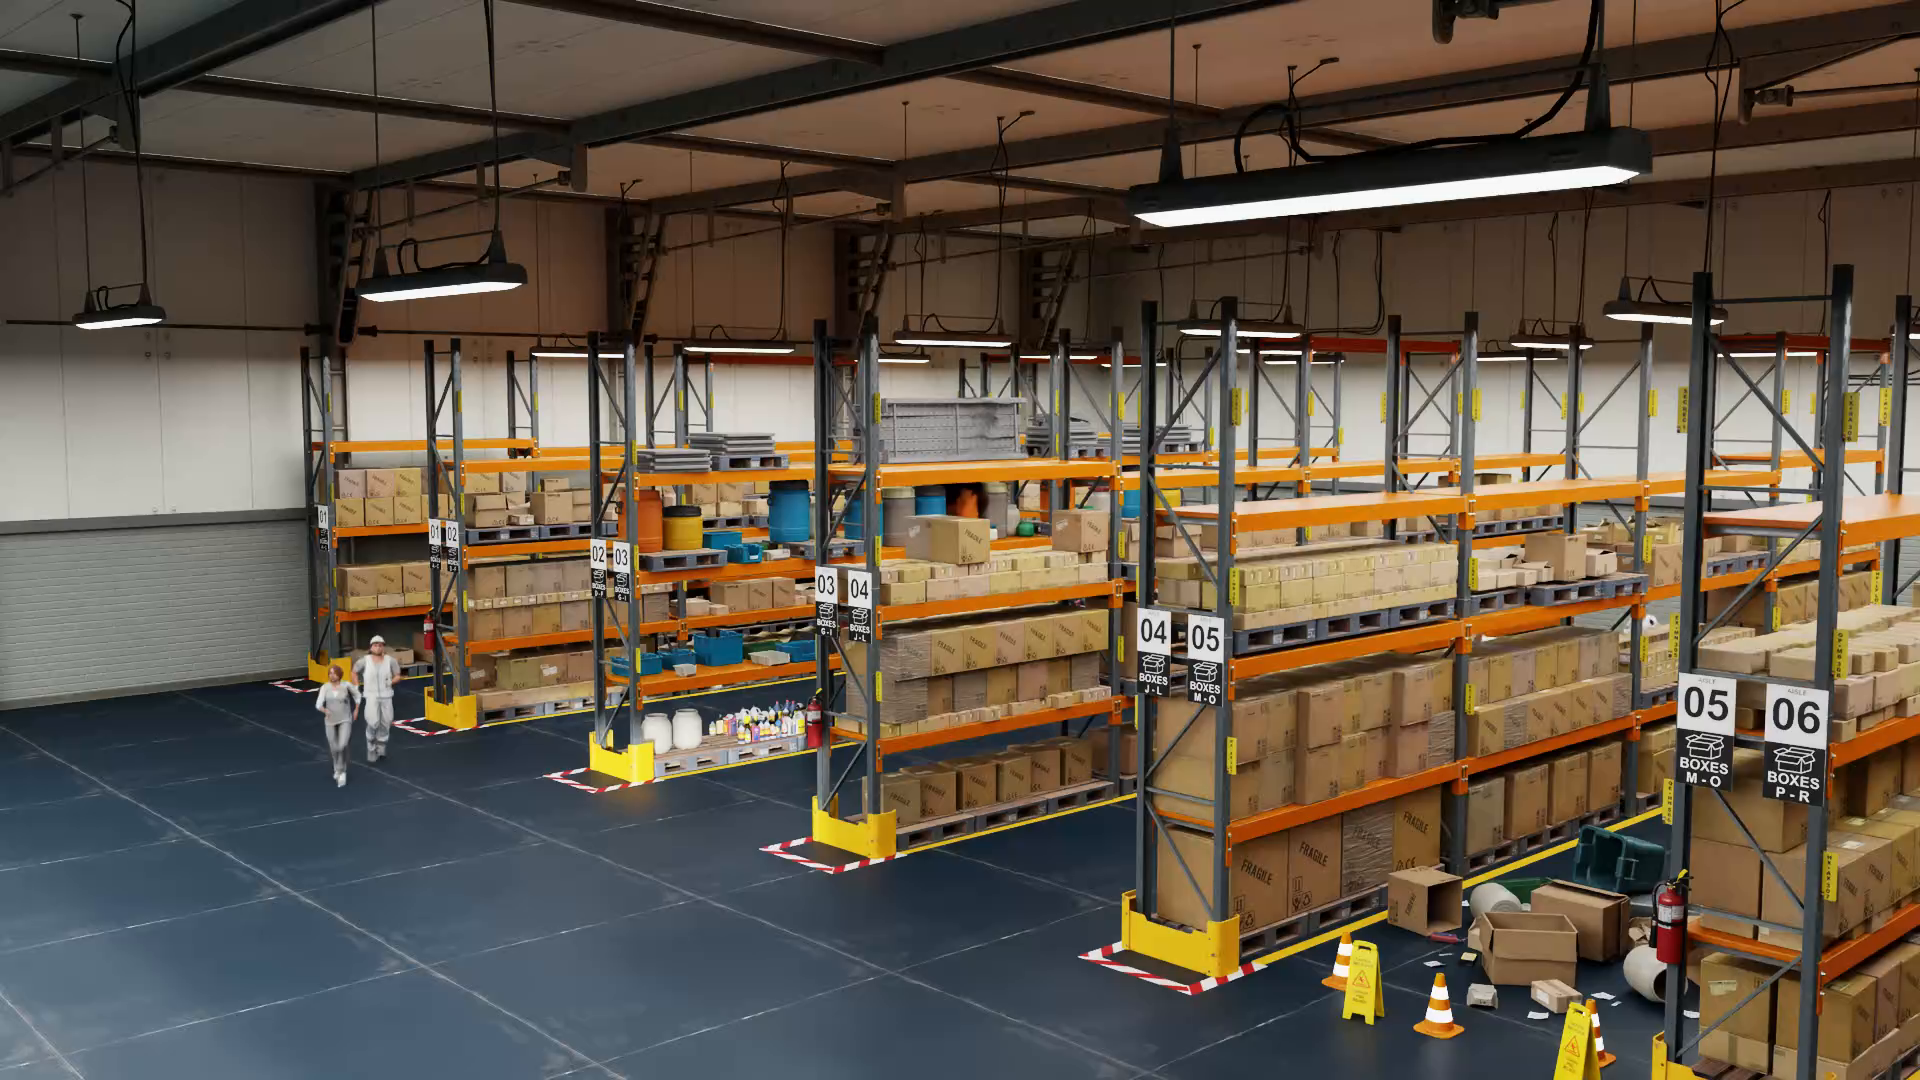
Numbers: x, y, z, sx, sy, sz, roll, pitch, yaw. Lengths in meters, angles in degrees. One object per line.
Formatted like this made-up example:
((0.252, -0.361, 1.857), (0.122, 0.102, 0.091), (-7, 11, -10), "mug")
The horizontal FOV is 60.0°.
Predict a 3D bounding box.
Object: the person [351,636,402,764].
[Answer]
((-8.136, 2.229, 23.240), (0.654, 1.781, 0.698), (-3, 6, -27), "person")

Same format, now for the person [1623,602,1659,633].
((11.795, 1.838, 28.704), (0.646, 1.630, 0.735), (0, 5, 2), "person")

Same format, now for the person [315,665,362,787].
((-8.222, 2.446, 21.991), (0.543, 1.609, 0.665), (-1, 5, -9), "person")

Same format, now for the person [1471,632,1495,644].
((7.745, 2.070, 24.889), (0.714, 1.755, 1.049), (4, 7, 41), "person")
